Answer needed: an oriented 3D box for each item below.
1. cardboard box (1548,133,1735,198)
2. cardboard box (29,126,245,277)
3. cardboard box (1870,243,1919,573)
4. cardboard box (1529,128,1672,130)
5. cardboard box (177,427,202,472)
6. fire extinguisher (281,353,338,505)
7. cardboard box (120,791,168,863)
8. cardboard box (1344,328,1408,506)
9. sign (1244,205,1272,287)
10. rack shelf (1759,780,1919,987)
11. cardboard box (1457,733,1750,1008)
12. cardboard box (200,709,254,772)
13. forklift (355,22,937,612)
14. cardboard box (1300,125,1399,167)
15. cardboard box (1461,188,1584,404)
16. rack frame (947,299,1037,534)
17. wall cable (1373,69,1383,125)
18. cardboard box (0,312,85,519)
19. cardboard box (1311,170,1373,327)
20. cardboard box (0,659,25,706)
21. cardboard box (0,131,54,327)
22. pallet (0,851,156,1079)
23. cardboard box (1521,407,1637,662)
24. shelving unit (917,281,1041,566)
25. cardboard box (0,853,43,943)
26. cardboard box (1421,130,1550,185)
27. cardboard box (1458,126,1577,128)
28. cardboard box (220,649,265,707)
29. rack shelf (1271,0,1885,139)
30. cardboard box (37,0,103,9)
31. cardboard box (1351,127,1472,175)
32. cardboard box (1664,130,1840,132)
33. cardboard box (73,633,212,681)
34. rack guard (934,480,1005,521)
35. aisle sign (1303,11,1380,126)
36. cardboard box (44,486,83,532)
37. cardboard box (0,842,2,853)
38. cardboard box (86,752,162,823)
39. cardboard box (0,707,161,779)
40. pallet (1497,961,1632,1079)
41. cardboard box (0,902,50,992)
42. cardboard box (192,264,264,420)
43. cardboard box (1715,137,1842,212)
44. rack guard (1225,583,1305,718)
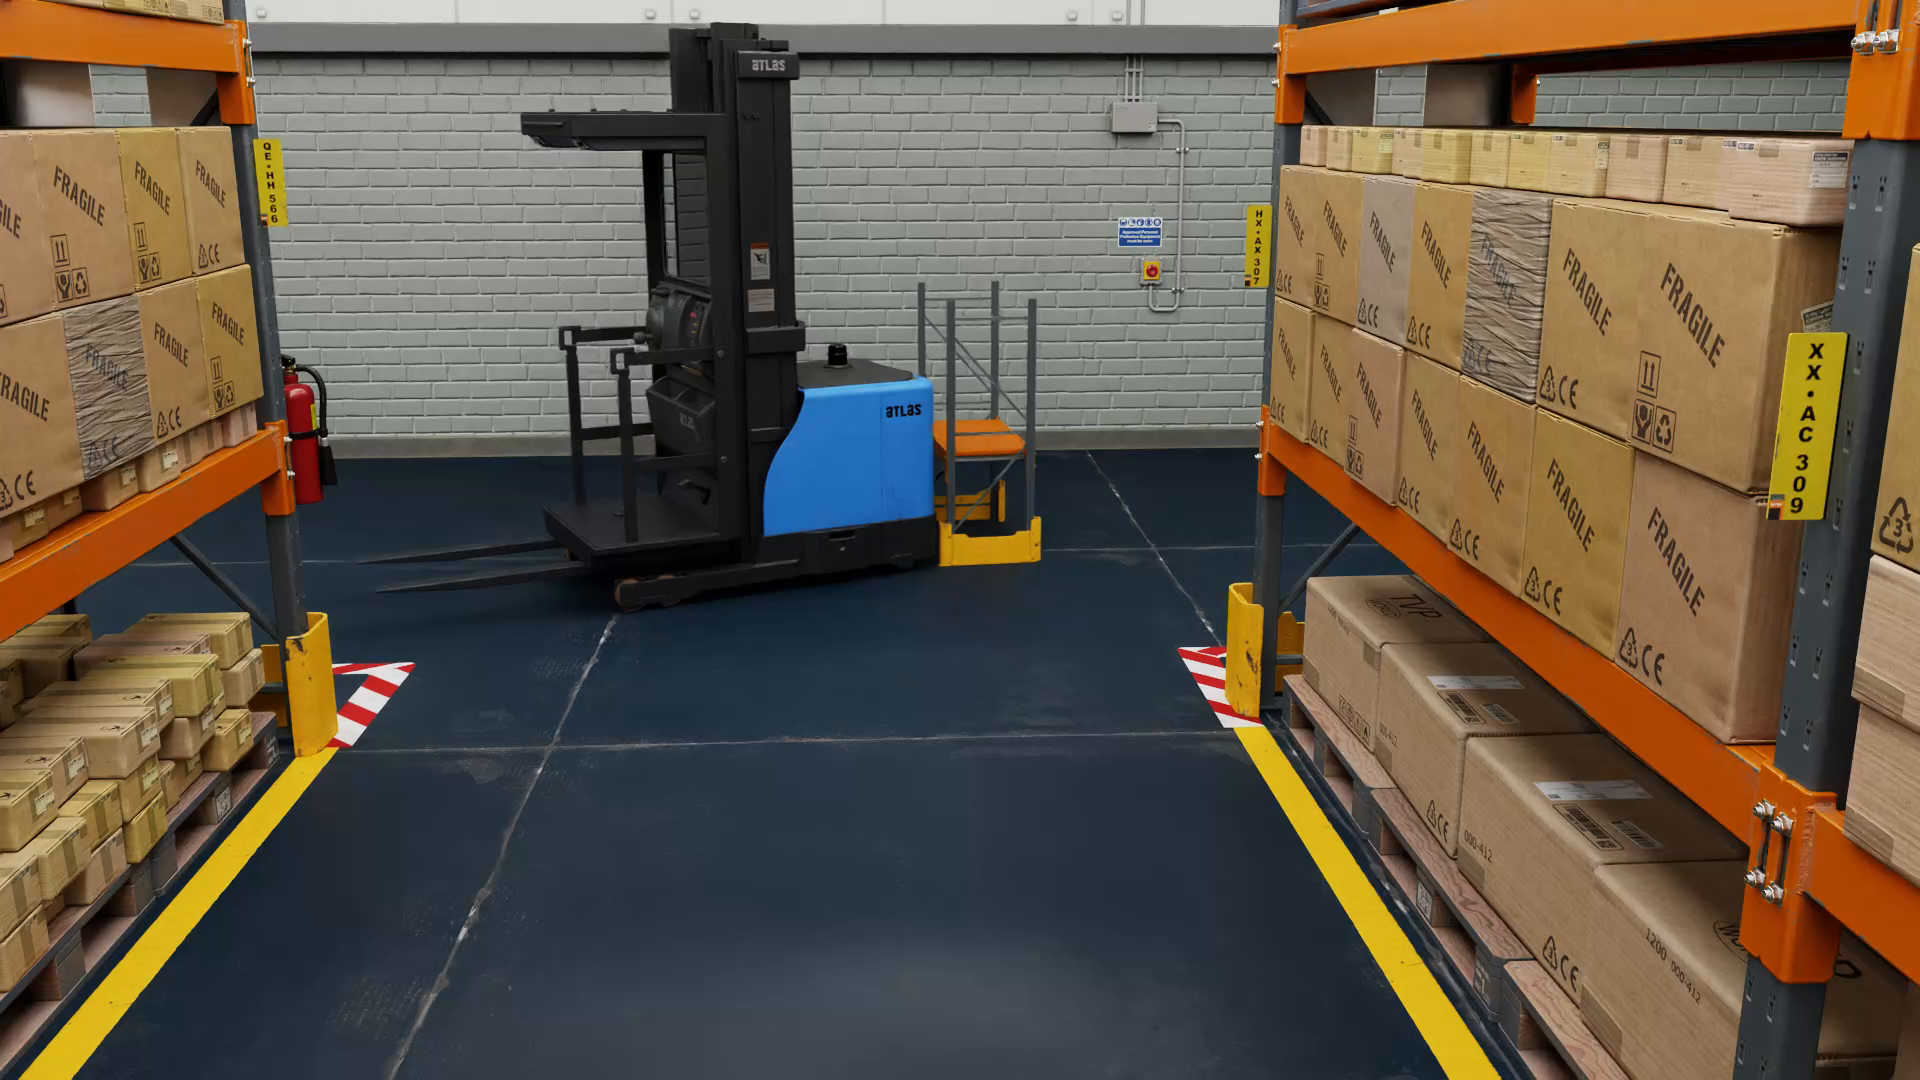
[{"bbox_3d":[1.675,-0.917,4.062,0.380,0.149,0.250,-1,14,-4],"label":"cardboard box"},{"bbox_3d":[-2.895,-1.205,5.885,0.500,0.500,0.500,-1,14,-5],"label":"cardboard box"},{"bbox_3d":[1.750,-0.164,2.435,0.500,0.500,0.500,-1,14,-3],"label":"cardboard box"},{"bbox_3d":[2.044,-1.245,5.337,0.380,0.149,0.250,-1,14,-4],"label":"cardboard box"},{"bbox_3d":[-2.861,-0.315,5.736,0.380,0.149,0.250,-1,14,-4],"label":"cardboard box"},{"bbox_3d":[-2.727,-0.490,6.814,0.296,0.674,0.183,-1,14,-3],"label":"fire extinguisher"},{"bbox_3d":[-2.777,0.920,5.309,0.380,0.149,0.250,-2,15,-6],"label":"cardboard box"},{"bbox_3d":[1.578,-0.412,5.408,0.500,0.500,0.500,-1,14,-4],"label":"cardboard box"},{"bbox_3d":[1.208,-1.190,6.736,0.100,0.325,0.005,-1,14,-3],"label":"sign"},{"bbox_3d":[2.134,1.101,1.171,1.077,0.370,4.000,-1,14,-3],"label":"rack shelf"},{"bbox_3d":[2.022,0.912,4.760,0.875,0.438,0.875,-1,14,-5],"label":"cardboard box"},{"bbox_3d":[-2.814,0.729,6.051,0.380,0.149,0.250,0,14,-2],"label":"cardboard box"},{"bbox_3d":[-1.680,-1.200,8.808,3.031,2.935,1.130,-7,16,-27],"label":"forklift"},{"bbox_3d":[1.508,-1.494,6.304,0.380,0.149,0.250,-1,14,-2],"label":"cardboard box"},{"bbox_3d":[1.641,-0.643,4.300,0.500,0.500,0.500,-1,14,-3],"label":"cardboard box"},{"bbox_3d":[0.175,-0.595,9.328,0.500,1.500,0.032,-3,15,-10],"label":"rack frame"},{"bbox_3d":[2.804,-2.658,12.300,0.588,1.984,0.122,-1,14,-3],"label":"wall cable"},{"bbox_3d":[-2.799,-0.344,4.548,0.500,0.500,0.500,0,14,-1],"label":"cardboard box"},{"bbox_3d":[1.547,-1.020,5.764,0.500,0.500,0.500,-1,14,-5],"label":"cardboard box"},{"bbox_3d":[-3.454,0.518,5.678,0.380,0.149,0.250,-1,14,-4],"label":"cardboard box"},{"bbox_3d":[-2.787,-0.818,4.382,0.500,0.500,0.500,-1,14,-5],"label":"cardboard box"},{"bbox_3d":[-3.080,1.237,4.797,1.003,0.211,1.213,-1,14,-3],"label":"pallet"},{"bbox_3d":[1.689,-0.033,3.932,0.500,0.500,0.500,-1,14,-5],"label":"cardboard box"},{"bbox_3d":[0.081,-0.722,9.821,0.587,1.500,1.083,-3,15,-10],"label":"shelving unit"},{"bbox_3d":[-2.743,0.974,4.504,0.380,0.149,0.250,-1,14,-4],"label":"cardboard box"},{"bbox_3d":[1.562,-1.108,4.802,0.380,0.149,0.250,-1,14,-5],"label":"cardboard box"},{"bbox_3d":[2.024,-1.437,6.085,0.380,0.149,0.250,-1,14,-2],"label":"cardboard box"},{"bbox_3d":[-2.854,0.522,6.259,0.380,0.149,0.250,-1,14,-5],"label":"cardboard box"},{"bbox_3d":[1.886,-1.347,4.664,1.077,0.370,4.000,-1,14,-3],"label":"rack shelf"},{"bbox_3d":[-2.823,-1.659,4.735,0.500,0.250,0.500,0,14,-1],"label":"cardboard box"},{"bbox_3d":[1.531,-1.298,5.543,0.380,0.149,0.250,-1,14,-5],"label":"cardboard box"},{"bbox_3d":[2.174,-1.053,4.591,0.380,0.149,0.250,-1,14,-3],"label":"cardboard box"},{"bbox_3d":[-2.928,0.442,5.972,0.380,0.149,0.250,-1,14,-2],"label":"cardboard box"},{"bbox_3d":[-0.010,-0.238,10.451,0.587,0.250,0.087,-3,15,-10],"label":"rack guard"},{"bbox_3d":[1.468,-2.012,6.609,0.394,0.787,0.004,-1,14,-3],"label":"aisle sign"},{"bbox_3d":[-2.878,-0.118,4.969,0.380,0.149,0.250,-1,15,-6],"label":"cardboard box"},{"bbox_3d":[-2.834,0.830,4.466,0.380,0.149,0.250,-1,15,-6],"label":"cardboard box"},{"bbox_3d":[-2.776,0.780,5.257,0.380,0.149,0.250,-1,14,-3],"label":"cardboard box"},{"bbox_3d":[-2.760,0.636,5.219,0.380,0.149,0.250,0,14,-1],"label":"cardboard box"},{"bbox_3d":[2.041,1.415,4.102,1.003,0.211,1.213,-1,14,-3],"label":"pallet"},{"bbox_3d":[-2.747,1.116,4.546,0.380,0.149,0.250,-1,14,-5],"label":"cardboard box"},{"bbox_3d":[-2.887,-0.723,6.018,0.500,0.500,0.500,-1,14,-2],"label":"cardboard box"},{"bbox_3d":[1.765,-0.731,3.337,0.380,0.149,0.250,-1,14,-2],"label":"cardboard box"},{"bbox_3d":[1.761,0.465,7.216,1.175,0.500,0.348,-1,14,-3],"label":"rack guard"}]
